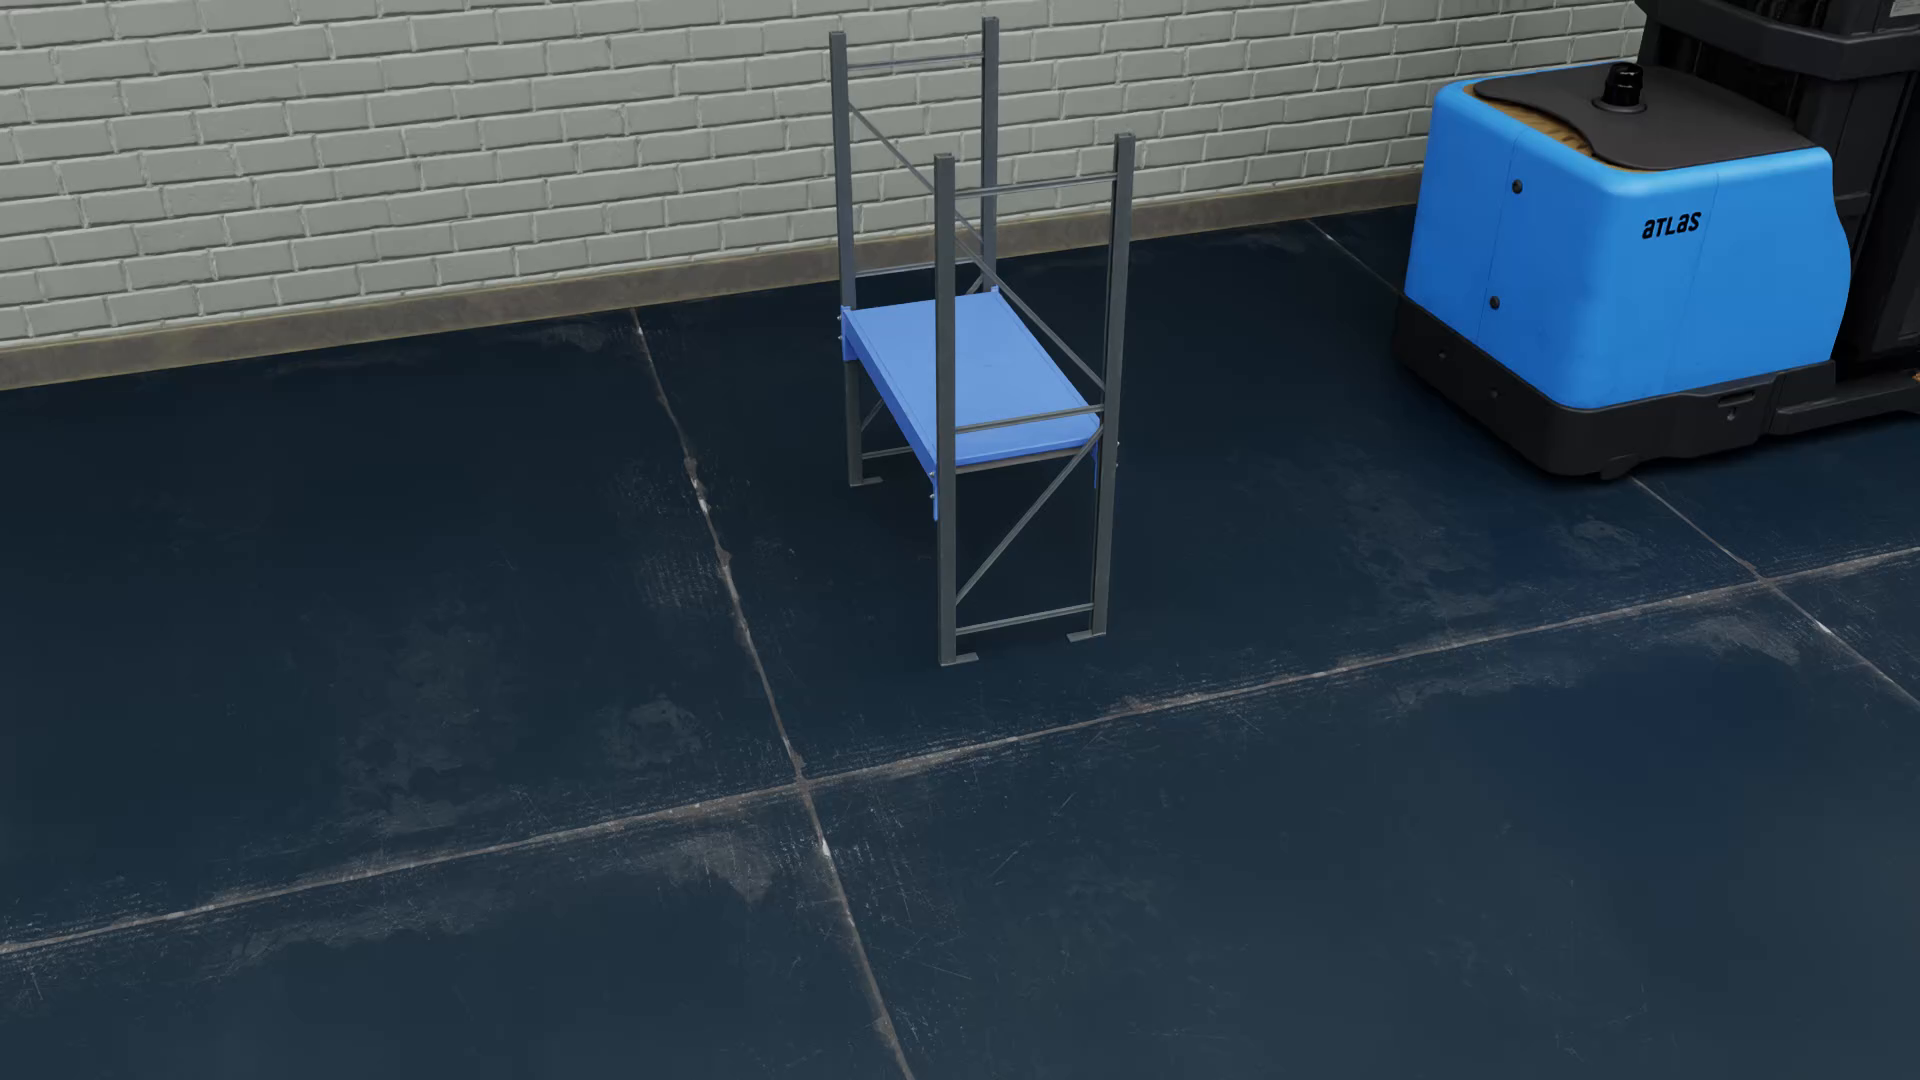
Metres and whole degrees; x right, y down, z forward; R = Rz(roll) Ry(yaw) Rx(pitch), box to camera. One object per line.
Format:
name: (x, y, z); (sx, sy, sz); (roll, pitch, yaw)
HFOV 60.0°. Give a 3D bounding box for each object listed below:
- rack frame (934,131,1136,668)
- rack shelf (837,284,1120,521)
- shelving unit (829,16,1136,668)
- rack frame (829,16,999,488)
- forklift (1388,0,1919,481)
rack frame: (0.181, -0.314, 4.365); (0.500, 1.500, 0.032); (-10, 35, -15)
rack shelf: (0.026, -0.431, 4.868); (0.538, 0.185, 1.000); (-10, 35, -15)
shelving unit: (0.026, -0.581, 4.769); (0.538, 1.500, 1.048); (-10, 35, -15)
rack frame: (-0.129, -0.848, 5.173); (0.500, 1.500, 0.032); (-10, 35, -15)
forklift: (3.163, -1.918, 5.494); (3.031, 2.935, 1.130); (-12, 35, -17)
